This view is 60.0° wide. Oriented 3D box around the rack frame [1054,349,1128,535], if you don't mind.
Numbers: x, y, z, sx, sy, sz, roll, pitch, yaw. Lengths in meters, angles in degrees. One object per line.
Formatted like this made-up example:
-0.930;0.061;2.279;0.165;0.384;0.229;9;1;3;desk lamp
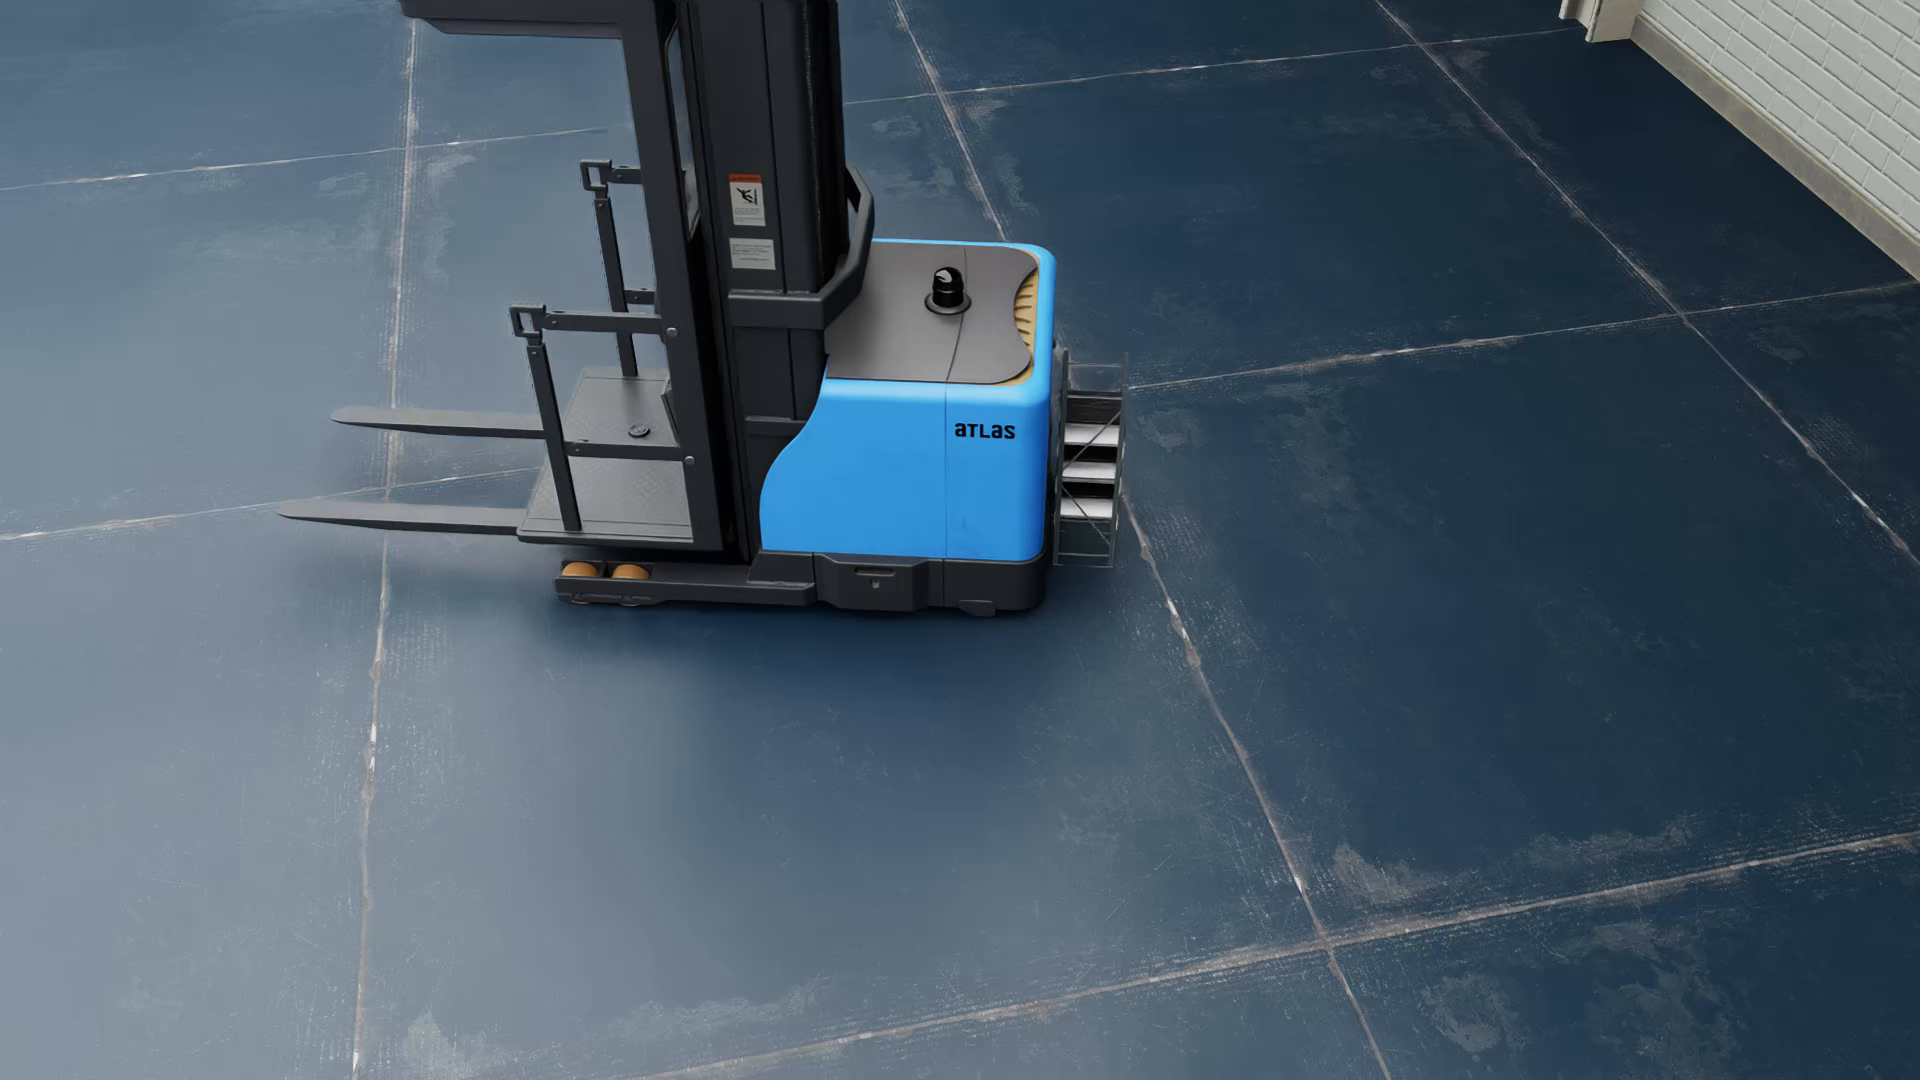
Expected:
0.504;-0.366;6.484;0.240;0.900;0.006;3;42;3;rack frame

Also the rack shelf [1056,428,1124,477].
0.497;-0.341;6.370;0.258;0.077;0.200;3;42;3;rack shelf

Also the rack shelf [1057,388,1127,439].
0.498;-0.476;6.251;0.258;0.077;0.200;3;42;3;rack shelf

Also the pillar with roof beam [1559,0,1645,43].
-0.243;-5.944;6.668;9.100;9.000;0.400;-8;42;-9;pillar with roof beam

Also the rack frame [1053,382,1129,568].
0.490;-0.231;6.332;0.240;0.900;0.006;3;42;3;rack frame

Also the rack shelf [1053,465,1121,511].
0.497;-0.206;6.490;0.258;0.077;0.200;3;42;3;rack shelf

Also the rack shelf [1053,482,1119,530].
0.497;-0.139;6.550;0.258;0.077;0.200;3;42;3;rack shelf

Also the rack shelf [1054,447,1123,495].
0.497;-0.274;6.430;0.258;0.077;0.200;3;42;3;rack shelf

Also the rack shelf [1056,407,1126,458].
0.498;-0.408;6.310;0.258;0.077;0.200;3;42;3;rack shelf

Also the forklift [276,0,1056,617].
-1.157;-1.186;5.878;3.031;2.935;1.130;3;42;3;forklift

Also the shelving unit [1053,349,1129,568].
0.497;-0.299;6.408;0.258;0.900;0.210;3;42;3;shelving unit
